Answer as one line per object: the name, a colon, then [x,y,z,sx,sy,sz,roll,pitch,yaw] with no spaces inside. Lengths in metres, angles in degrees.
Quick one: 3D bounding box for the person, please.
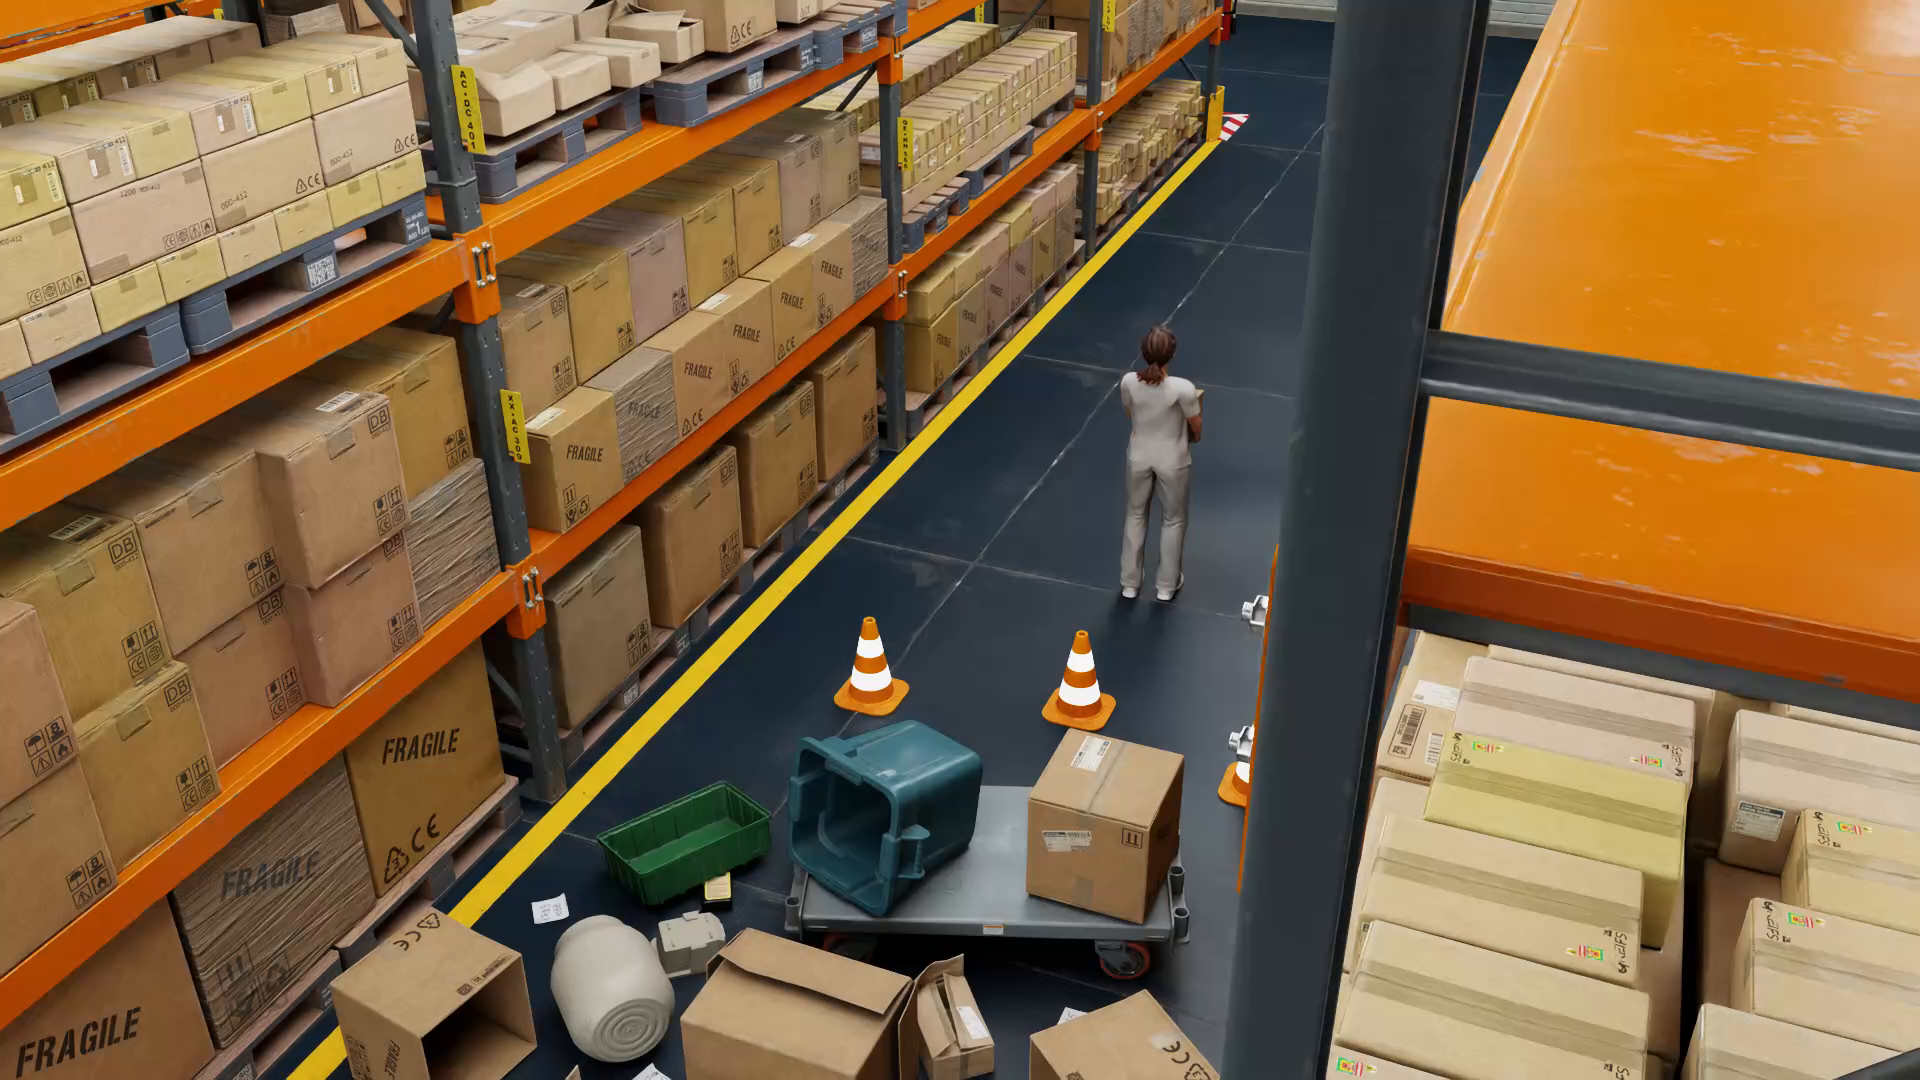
person: [1.107,-0.446,9.187,0.437,1.662,0.555,12,32,20]
